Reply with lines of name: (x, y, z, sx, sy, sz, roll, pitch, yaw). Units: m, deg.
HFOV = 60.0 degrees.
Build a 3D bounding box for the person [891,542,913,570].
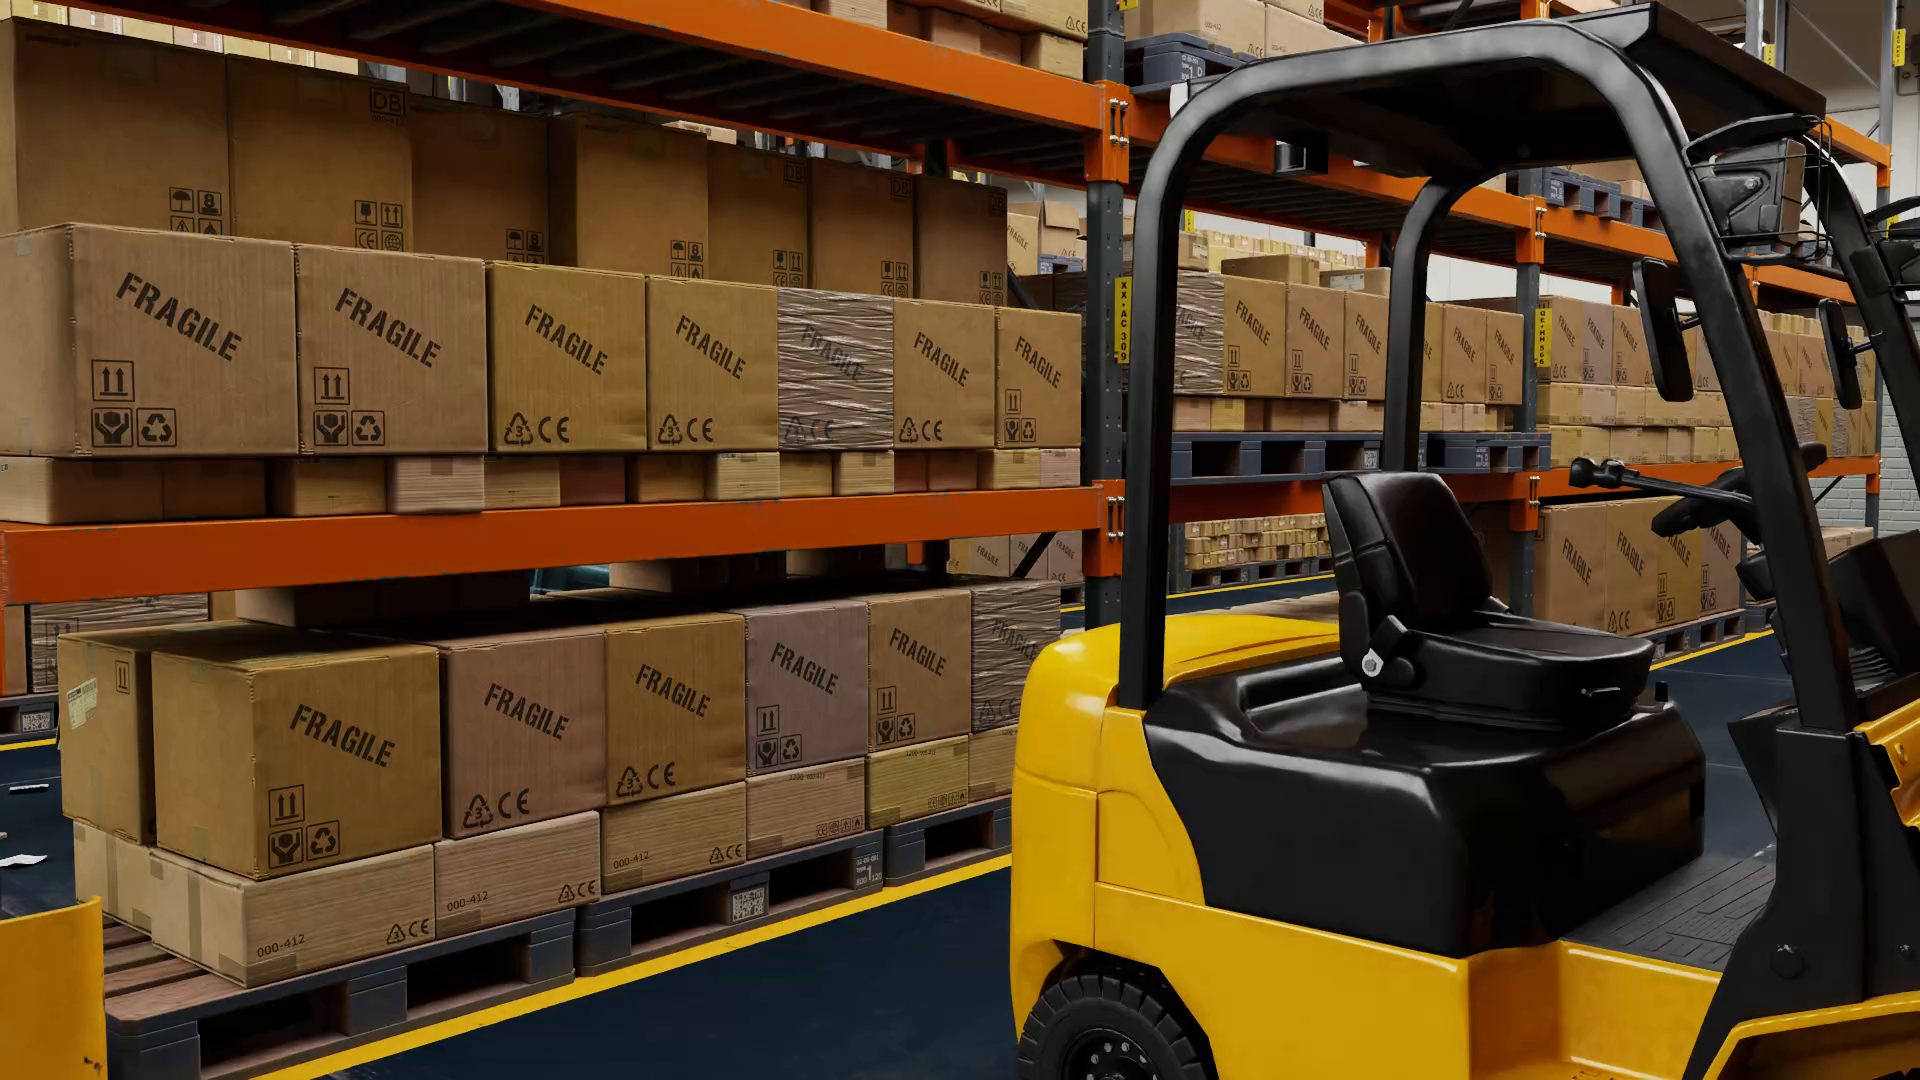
person: (-0.347, -0.054, 11.428, 0.411, 1.666, 0.506, 3, 5, 40)
